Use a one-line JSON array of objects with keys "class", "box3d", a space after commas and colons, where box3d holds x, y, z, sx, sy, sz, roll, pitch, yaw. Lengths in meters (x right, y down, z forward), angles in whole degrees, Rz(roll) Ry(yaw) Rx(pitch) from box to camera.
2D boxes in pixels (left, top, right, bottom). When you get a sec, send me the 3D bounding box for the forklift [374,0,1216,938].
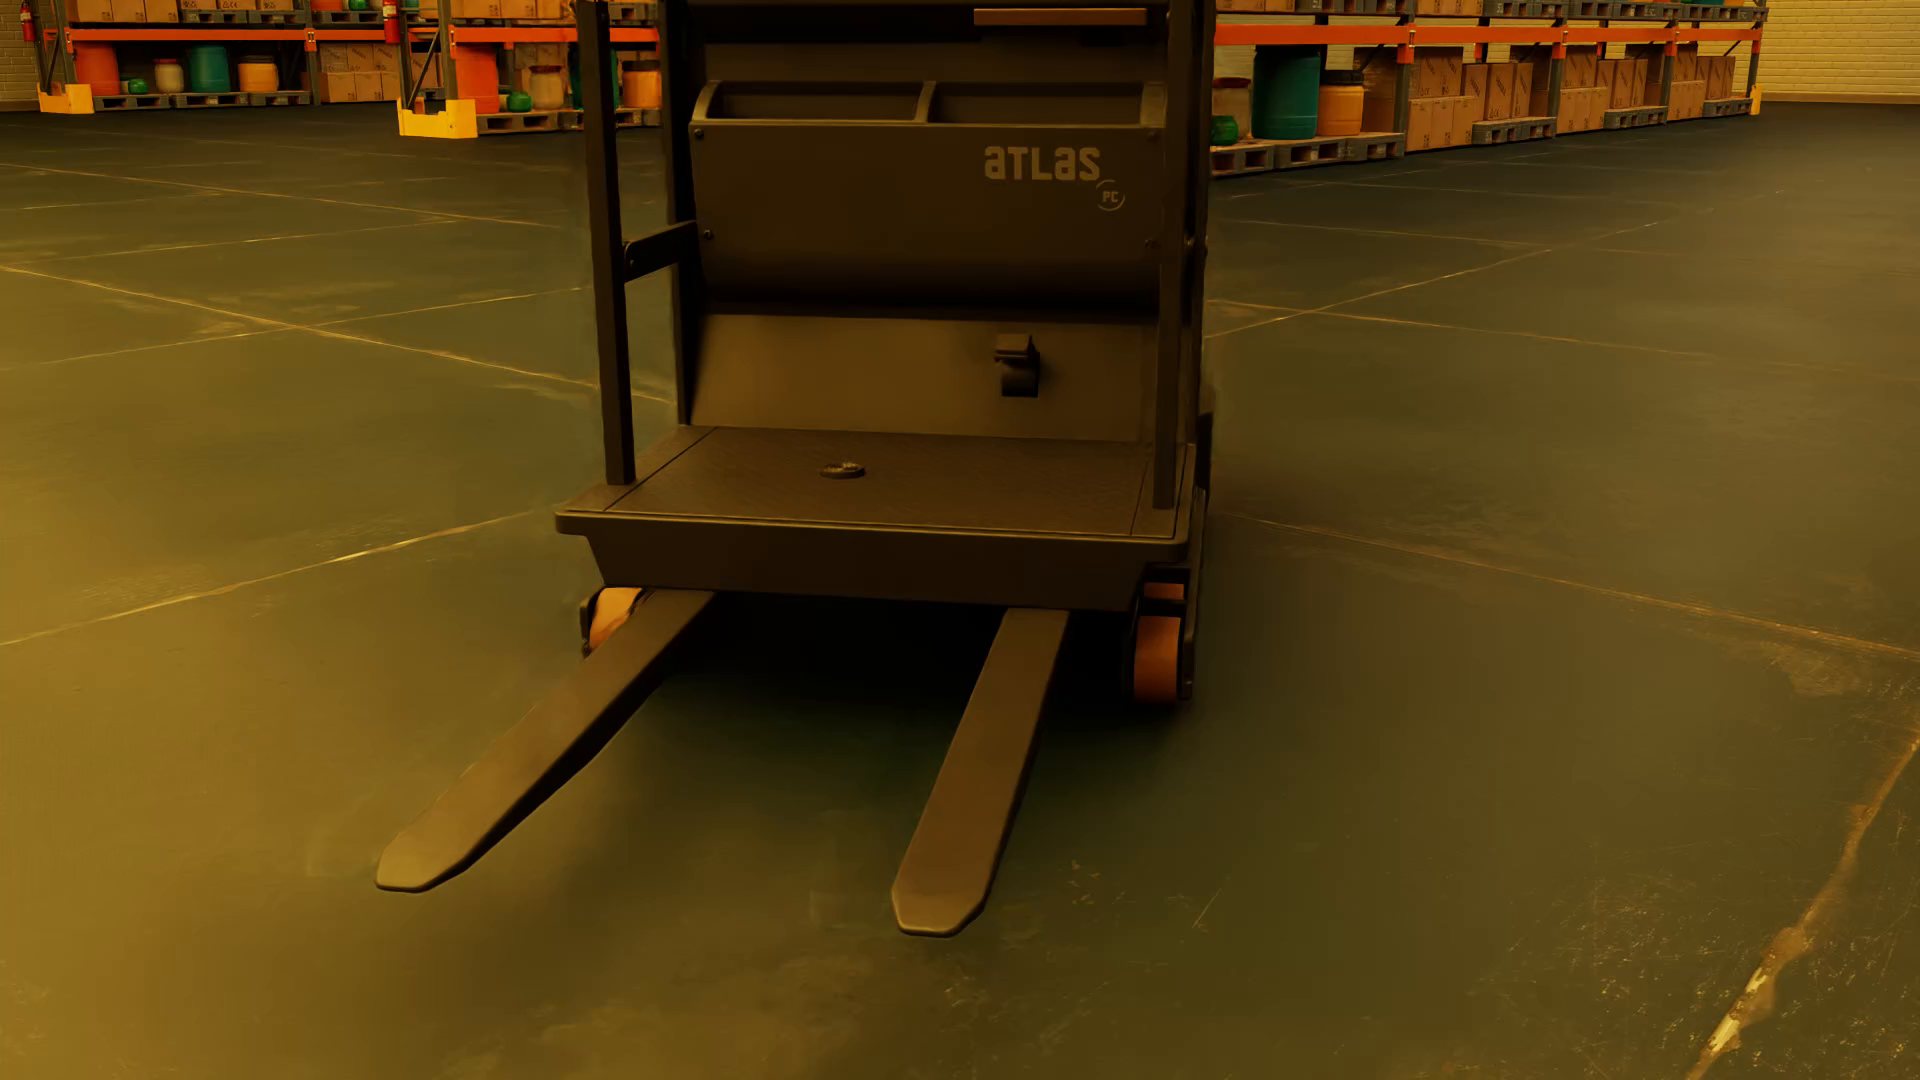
[{"class": "forklift", "box3d": [-0.092, -1.216, 2.904, 1.130, 2.935, 3.031, 3, 17, 9]}]
